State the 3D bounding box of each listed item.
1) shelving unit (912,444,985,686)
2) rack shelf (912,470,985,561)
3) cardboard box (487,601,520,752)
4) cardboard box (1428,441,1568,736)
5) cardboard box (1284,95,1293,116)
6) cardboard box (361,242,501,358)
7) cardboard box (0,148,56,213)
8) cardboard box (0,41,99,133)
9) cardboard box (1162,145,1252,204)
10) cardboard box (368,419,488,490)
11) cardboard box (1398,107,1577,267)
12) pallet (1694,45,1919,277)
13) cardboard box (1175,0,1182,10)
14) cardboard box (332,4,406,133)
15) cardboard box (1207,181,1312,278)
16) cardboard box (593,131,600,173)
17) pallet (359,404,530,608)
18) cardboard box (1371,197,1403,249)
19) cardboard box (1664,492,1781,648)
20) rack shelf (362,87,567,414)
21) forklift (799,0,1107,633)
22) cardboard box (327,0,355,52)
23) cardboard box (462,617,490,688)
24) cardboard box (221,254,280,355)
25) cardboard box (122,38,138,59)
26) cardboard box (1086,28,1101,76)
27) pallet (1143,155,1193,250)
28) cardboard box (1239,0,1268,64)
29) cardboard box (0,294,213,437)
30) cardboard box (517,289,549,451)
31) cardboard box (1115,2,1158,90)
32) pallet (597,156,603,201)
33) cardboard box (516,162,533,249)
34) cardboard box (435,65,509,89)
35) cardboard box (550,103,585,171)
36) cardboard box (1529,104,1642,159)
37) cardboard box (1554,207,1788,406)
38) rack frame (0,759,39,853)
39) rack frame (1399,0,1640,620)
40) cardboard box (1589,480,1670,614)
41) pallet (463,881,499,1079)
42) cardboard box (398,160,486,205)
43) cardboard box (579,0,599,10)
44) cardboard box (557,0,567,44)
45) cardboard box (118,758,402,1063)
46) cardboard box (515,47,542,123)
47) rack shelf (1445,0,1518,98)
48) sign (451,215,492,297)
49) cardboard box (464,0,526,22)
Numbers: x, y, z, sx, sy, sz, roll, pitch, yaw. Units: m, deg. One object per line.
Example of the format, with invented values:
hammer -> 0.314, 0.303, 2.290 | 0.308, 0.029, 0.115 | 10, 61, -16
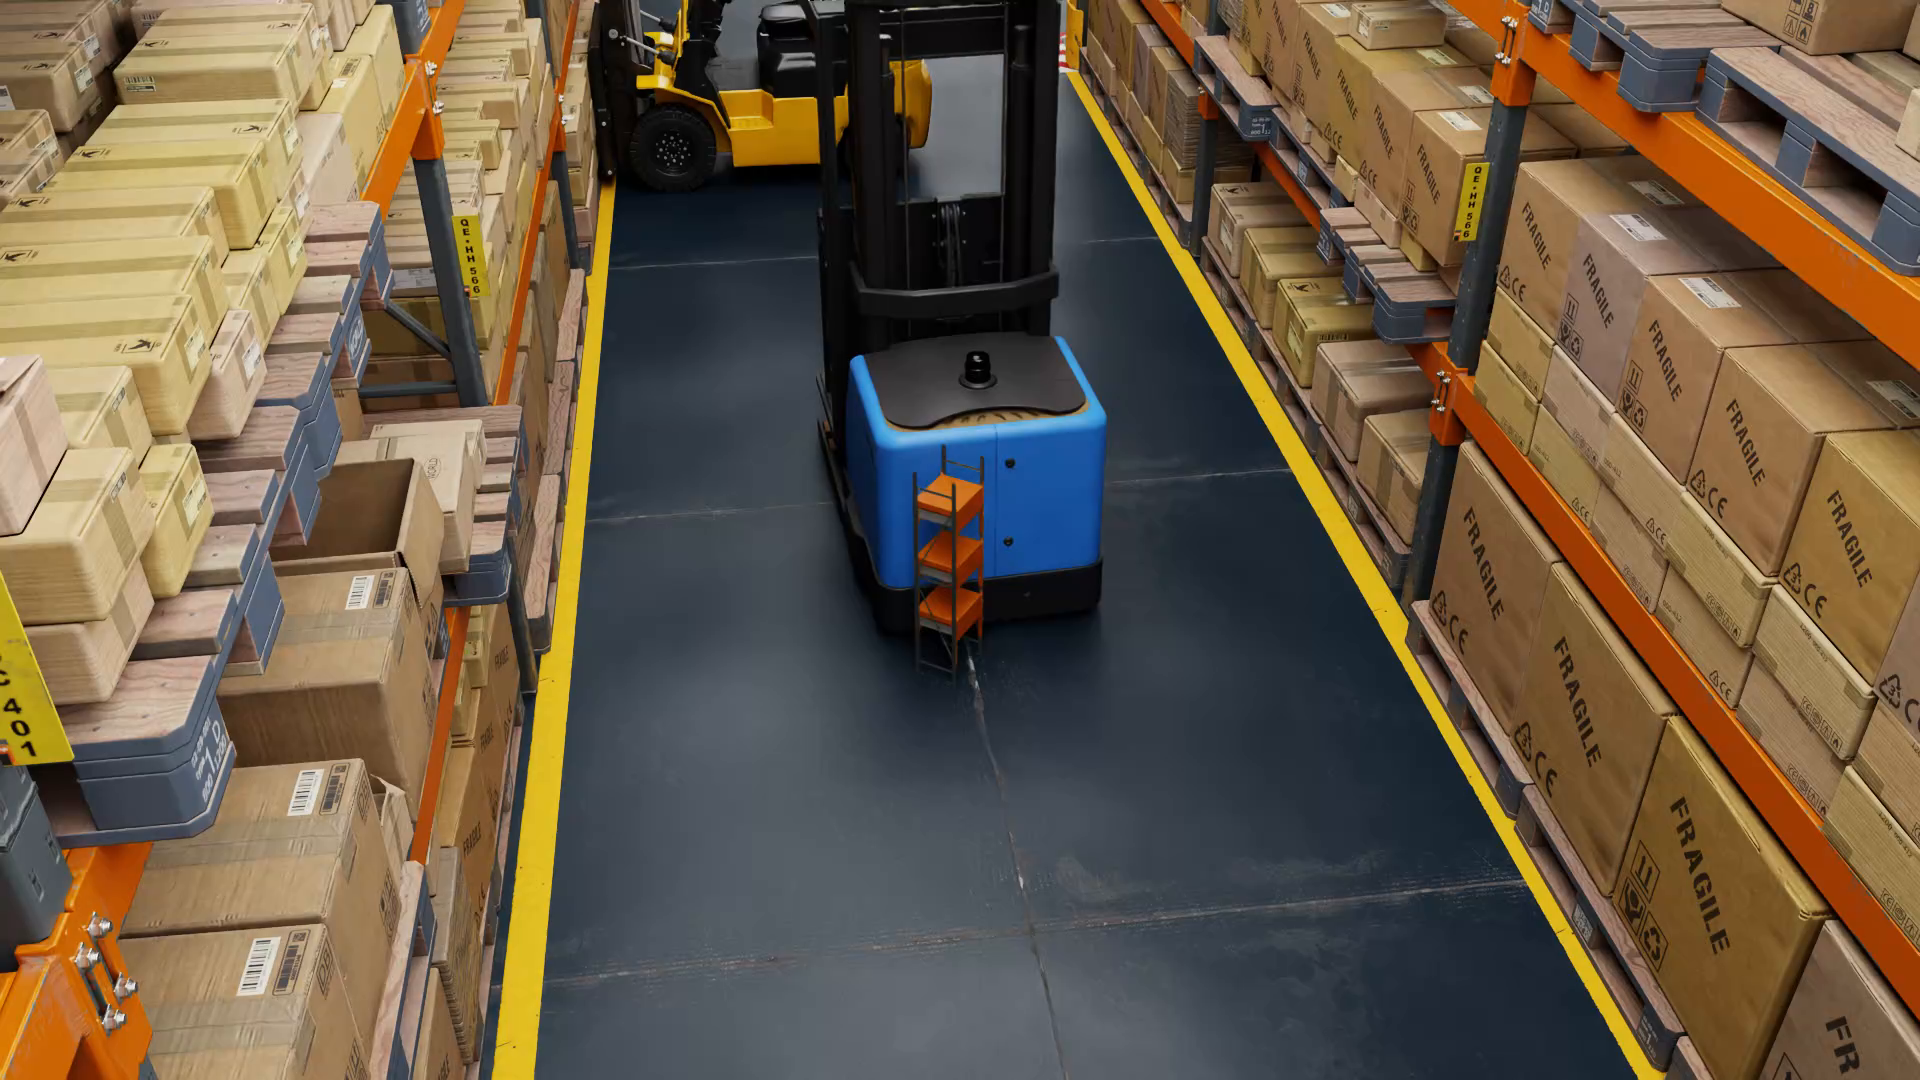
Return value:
shelving unit -> -0.047, 0.121, 7.140 | 0.215, 1.050, 0.252 | 17, 38, 23
rack shelf -> -0.047, -0.104, 6.985 | 0.215, 0.259, 0.240 | 17, 38, 23
cardboard box -> -2.082, 0.519, 6.671 | 0.500, 0.500, 0.500 | -3, 34, -5
cardboard box -> 2.577, 0.158, 6.868 | 0.875, 0.875, 0.875 | -5, 35, -7
cardboard box -> 1.953, -2.330, 8.856 | 0.380, 0.149, 0.250 | -4, 34, -6
cardboard box -> -2.145, -0.973, 6.703 | 0.500, 0.250, 0.500 | -4, 35, -6
cardboard box -> -2.093, -0.685, 3.425 | 0.380, 0.149, 0.250 | -4, 34, -6
cardboard box -> -2.346, -1.096, 4.047 | 0.380, 0.149, 0.250 | -5, 35, -7
cardboard box -> 1.682, -2.517, 11.349 | 0.500, 0.250, 0.500 | -3, 34, -4
cardboard box -> -1.884, -0.292, 5.865 | 0.380, 0.149, 0.250 | -4, 34, -5
cardboard box -> 2.229, -1.508, 7.074 | 0.500, 0.500, 0.500 | -5, 35, -8
pallet -> 2.858, -1.120, 4.735 | 1.003, 0.211, 1.213 | -3, 34, -4
cardboard box -> 1.665, -3.653, 11.169 | 0.380, 0.149, 0.250 | -5, 35, -7
cardboard box -> -2.043, -1.470, 5.212 | 0.500, 0.250, 0.500 | -5, 35, -8
cardboard box -> 2.101, -1.965, 10.431 | 0.950, 0.372, 0.625 | -4, 34, -6
cardboard box -> -2.795, -2.692, 11.606 | 0.500, 0.250, 0.500 | -4, 34, -6
pallet -> -2.191, -0.108, 5.915 | 1.213, 0.211, 1.003 | -4, 35, -6
cardboard box -> 2.103, -1.454, 7.570 | 0.380, 0.149, 0.250 | -5, 35, -7
cardboard box -> 2.568, 0.070, 5.172 | 0.500, 0.250, 0.500 | -4, 34, -6
rack shelf -> -2.621, -1.379, 8.248 | 1.077, 0.370, 4.000 | -4, 35, -6
forklift -> -0.149, -1.616, 8.019 | 1.130, 2.935, 3.031 | -7, 35, -10
cardboard box -> -2.050, -1.577, 5.015 | 0.380, 0.149, 0.250 | -5, 35, -7
cardboard box -> -1.967, 0.438, 6.215 | 0.380, 0.149, 0.250 | -6, 35, -9
cardboard box -> -1.600, -0.445, 3.337 | 0.380, 0.149, 0.250 | -5, 35, -7
cardboard box -> -2.516, -1.392, 4.745 | 0.380, 0.149, 0.250 | -4, 34, -5
cardboard box -> 1.325, -3.968, 13.478 | 0.500, 0.250, 0.500 | -5, 35, -7
pallet -> 1.903, -2.390, 11.569 | 1.003, 0.211, 1.213 | -4, 35, -6
cardboard box -> 1.875, -2.945, 9.182 | 0.500, 0.500, 0.500 | -4, 35, -6
cardboard box -> -1.518, -0.289, 2.845 | 0.380, 0.149, 0.250 | -5, 35, -7
cardboard box -> -2.609, -0.841, 8.556 | 0.875, 0.625, 0.625 | -6, 35, -8
cardboard box -> 1.462, -3.693, 12.409 | 0.500, 0.500, 0.500 | -4, 34, -5
pallet -> -3.123, -2.769, 12.126 | 1.003, 0.211, 1.213 | -4, 35, -6
cardboard box -> -2.377, -1.622, 8.099 | 0.500, 0.250, 0.500 | -3, 34, -5
cardboard box -> -2.423, -2.217, 8.175 | 0.380, 0.149, 0.250 | -4, 34, -6
cardboard box -> -2.644, -2.536, 10.489 | 0.500, 0.250, 0.500 | -5, 35, -7
cardboard box -> 2.735, -1.544, 7.127 | 0.500, 0.500, 0.500 | -5, 35, -8
cardboard box -> 2.466, -0.823, 5.817 | 0.500, 0.500, 0.500 | -4, 35, -6
rack frame -> -1.814, -0.807, 1.443 | 1.000, 3.000, 0.127 | -4, 35, -6
rack frame -> 2.566, -0.938, 6.963 | 1.000, 3.000, 0.127 | -4, 35, -6
cardboard box -> 2.534, -0.005, 5.728 | 0.500, 0.250, 0.500 | -3, 34, -5
pallet -> -2.128, 1.691, 5.581 | 1.003, 0.211, 1.213 | -4, 35, -6
cardboard box -> -2.248, -1.505, 7.130 | 0.380, 0.149, 0.250 | -4, 34, -6
cardboard box -> -2.983, -3.957, 12.574 | 0.500, 0.250, 0.500 | -4, 34, -6
cardboard box -> -2.778, -3.390, 10.472 | 0.500, 0.500, 0.500 | -4, 34, -6
cardboard box -> -1.727, 0.881, 3.831 | 0.700, 0.500, 0.500 | -4, 34, -6
cardboard box -> -2.494, -2.396, 8.791 | 0.500, 0.250, 0.500 | -5, 35, -8
rack shelf -> 2.297, -2.996, 7.958 | 1.077, 0.370, 4.000 | -4, 35, -6
sign -> -1.816, -1.052, 6.172 | 0.100, 0.325, 0.005 | -4, 35, -6
cardboard box -> -2.624, -2.928, 9.218 | 0.380, 0.149, 0.250 | -3, 34, -5
